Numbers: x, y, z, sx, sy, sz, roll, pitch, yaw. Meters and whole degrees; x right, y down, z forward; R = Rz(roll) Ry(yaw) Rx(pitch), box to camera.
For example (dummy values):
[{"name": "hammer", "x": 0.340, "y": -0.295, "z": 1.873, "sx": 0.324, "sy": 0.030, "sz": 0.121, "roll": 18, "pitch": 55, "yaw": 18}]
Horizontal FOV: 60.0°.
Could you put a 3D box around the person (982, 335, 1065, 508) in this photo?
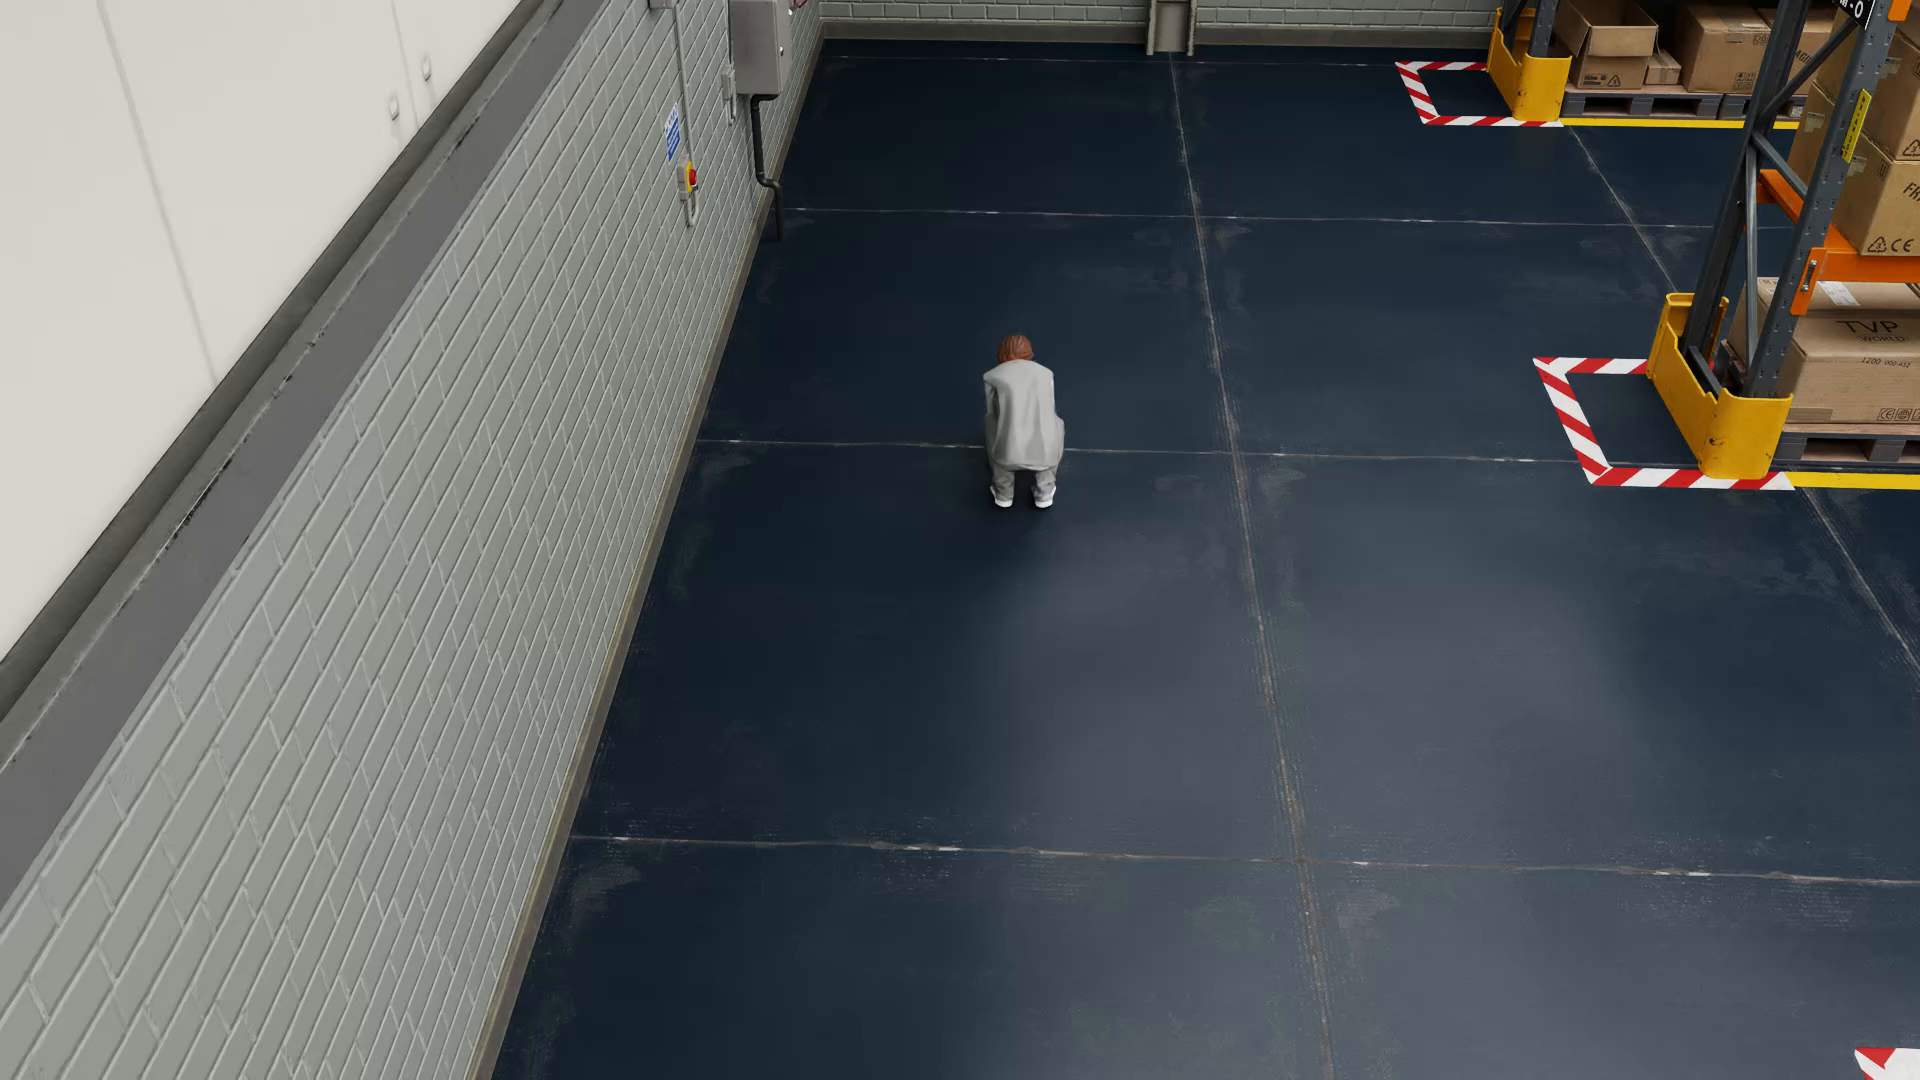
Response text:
[{"name": "person", "x": 0.332, "y": -0.574, "z": 8.720, "sx": 0.433, "sy": 0.760, "sz": 0.829, "roll": 1, "pitch": 36, "yaw": 2}]
